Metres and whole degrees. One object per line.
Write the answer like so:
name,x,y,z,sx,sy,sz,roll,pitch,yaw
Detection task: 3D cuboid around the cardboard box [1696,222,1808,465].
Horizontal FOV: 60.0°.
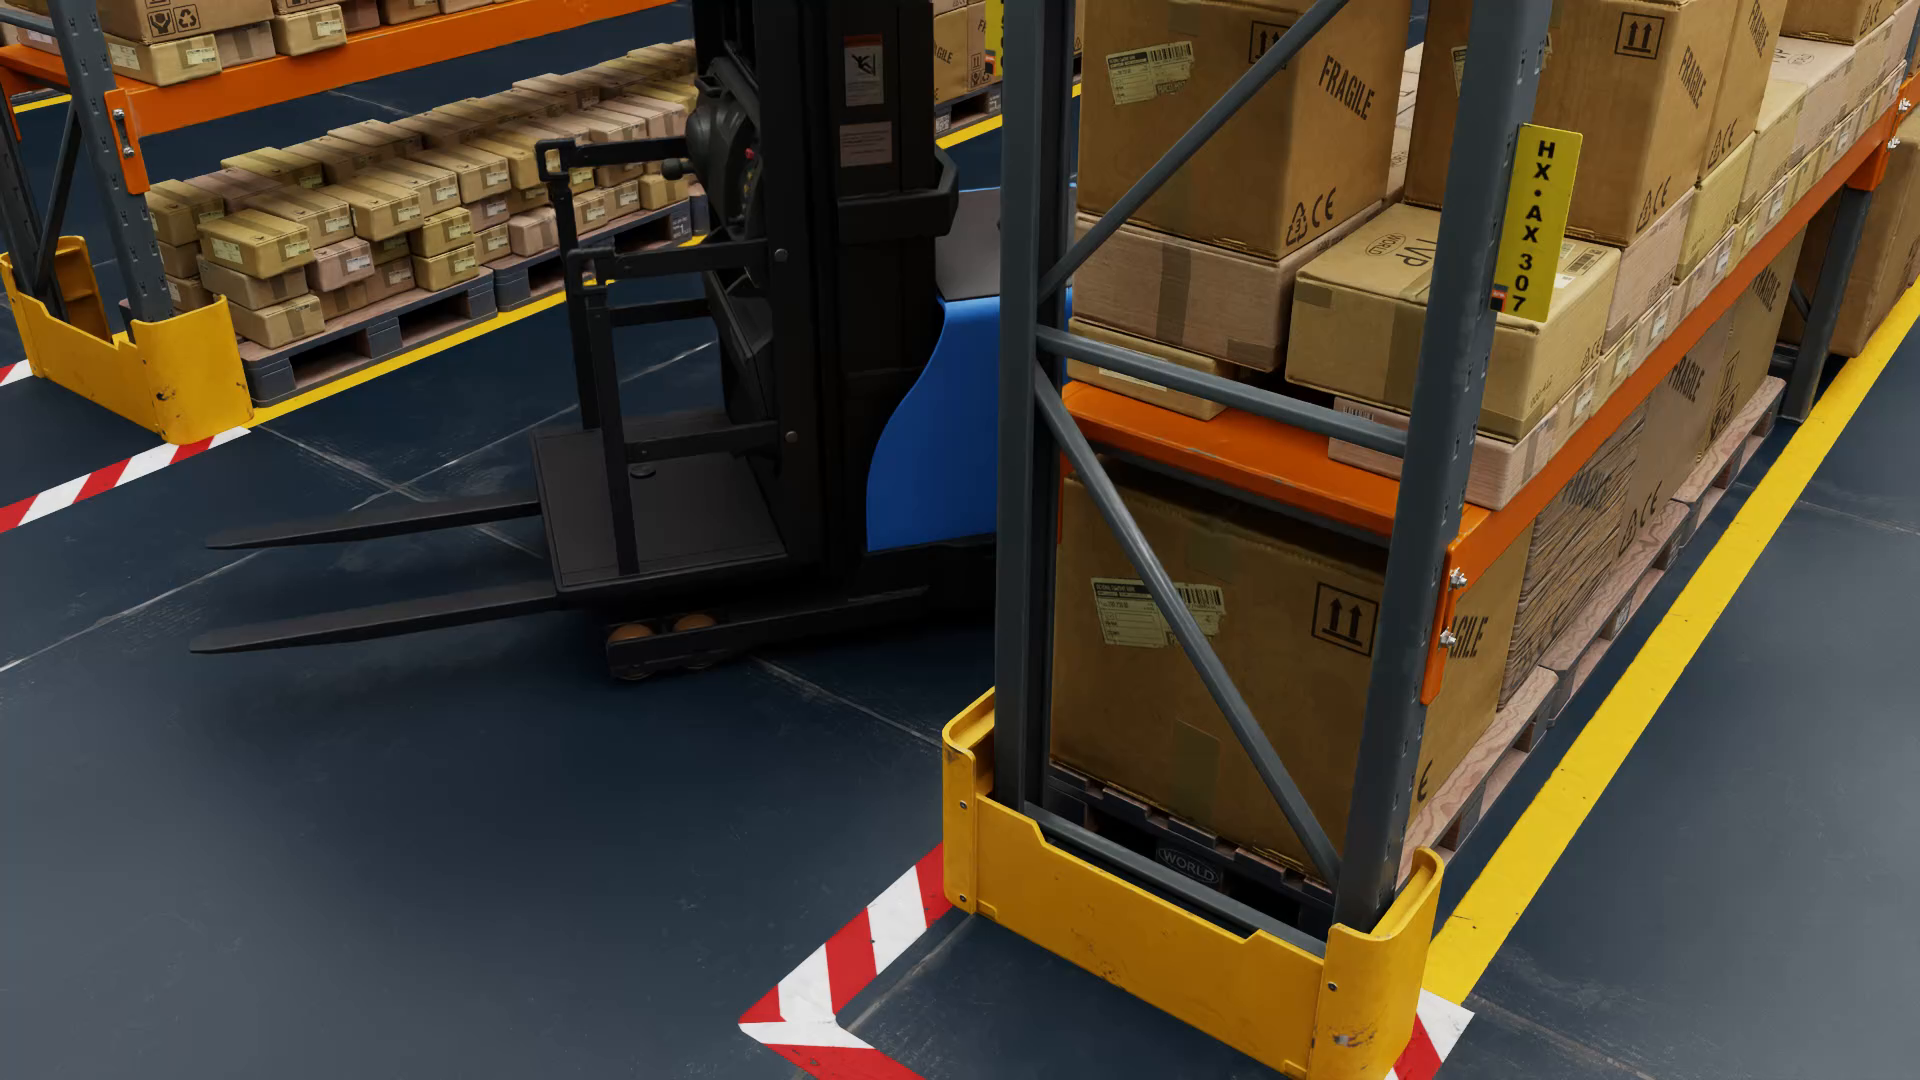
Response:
cardboard box,2.468,-0.939,6.064,0.875,0.875,0.875,21,37,31

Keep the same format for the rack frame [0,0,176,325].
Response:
rack frame,-3.378,-1.857,5.942,1.000,3.000,0.127,21,37,31

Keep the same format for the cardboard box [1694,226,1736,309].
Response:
cardboard box,1.767,-0.748,4.316,0.380,0.149,0.250,21,36,31

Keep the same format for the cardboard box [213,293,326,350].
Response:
cardboard box,-2.806,-0.926,6.755,0.380,0.149,0.250,22,37,32

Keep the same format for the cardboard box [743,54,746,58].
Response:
cardboard box,-0.970,-2.469,8.774,0.380,0.149,0.250,22,37,33

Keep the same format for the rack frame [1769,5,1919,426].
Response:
rack frame,2.930,-1.916,6.040,1.000,3.000,0.127,21,37,31

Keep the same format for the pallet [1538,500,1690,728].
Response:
pallet,1.673,0.067,5.430,1.003,0.211,1.213,21,37,31

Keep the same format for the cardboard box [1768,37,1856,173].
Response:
cardboard box,2.254,-1.300,4.857,0.500,0.250,0.500,22,37,32

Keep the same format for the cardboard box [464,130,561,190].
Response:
cardboard box,-2.012,-1.717,7.506,0.380,0.149,0.250,22,37,32

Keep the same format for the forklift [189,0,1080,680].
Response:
forklift,-0.864,-1.138,4.795,3.031,2.935,1.130,-9,32,-15

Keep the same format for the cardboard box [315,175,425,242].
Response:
cardboard box,-2.466,-1.388,6.951,0.380,0.149,0.250,21,37,31

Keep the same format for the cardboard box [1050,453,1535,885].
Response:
cardboard box,0.838,0.159,4.212,0.875,0.875,0.875,21,37,31

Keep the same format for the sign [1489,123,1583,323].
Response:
sign,0.954,-0.523,2.764,0.100,0.325,0.005,21,37,31

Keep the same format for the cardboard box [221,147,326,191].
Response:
cardboard box,-3.008,-1.589,7.291,0.380,0.149,0.250,20,36,30

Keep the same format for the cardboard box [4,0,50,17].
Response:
cardboard box,-3.312,-2.290,6.282,0.500,0.500,0.500,22,37,32

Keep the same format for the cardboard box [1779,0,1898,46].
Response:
cardboard box,2.560,-1.830,5.016,0.500,0.500,0.500,22,37,32

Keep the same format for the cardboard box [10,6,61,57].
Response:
cardboard box,-3.406,-1.969,6.376,0.380,0.149,0.250,21,37,31

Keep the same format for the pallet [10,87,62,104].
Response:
pallet,-6.228,-2.983,10.576,1.003,0.211,1.213,21,37,31

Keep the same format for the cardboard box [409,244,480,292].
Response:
cardboard box,-2.327,-1.231,7.269,0.380,0.149,0.250,22,37,32

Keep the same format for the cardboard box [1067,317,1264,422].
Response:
cardboard box,0.468,-0.428,3.776,0.380,0.149,0.250,22,37,32

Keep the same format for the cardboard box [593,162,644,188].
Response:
cardboard box,-1.747,-1.827,7.984,0.380,0.149,0.250,19,36,29

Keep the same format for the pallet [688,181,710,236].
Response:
pallet,-1.340,-2.000,8.917,1.003,0.211,1.213,21,37,31

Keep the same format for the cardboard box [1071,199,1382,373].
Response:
cardboard box,0.597,-0.632,3.729,0.500,0.250,0.500,20,36,31

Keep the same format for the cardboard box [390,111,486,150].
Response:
cardboard box,-2.436,-1.874,7.772,0.380,0.149,0.250,20,36,30

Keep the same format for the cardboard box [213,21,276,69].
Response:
cardboard box,-2.800,-1.896,6.254,0.380,0.149,0.250,23,37,33

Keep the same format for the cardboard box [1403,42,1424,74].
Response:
cardboard box,1.521,-1.258,4.785,0.500,0.250,0.500,21,37,31

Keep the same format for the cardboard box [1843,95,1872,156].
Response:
cardboard box,2.697,-1.374,5.372,0.380,0.149,0.250,20,36,30

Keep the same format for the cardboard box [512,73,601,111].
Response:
cardboard box,-2.021,-2.214,8.345,0.380,0.149,0.250,22,37,32

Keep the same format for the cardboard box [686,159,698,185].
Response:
cardboard box,-1.516,-1.896,8.392,0.380,0.149,0.250,20,36,30

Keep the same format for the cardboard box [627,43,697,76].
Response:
cardboard box,-1.550,-2.523,8.866,0.380,0.149,0.250,23,38,34

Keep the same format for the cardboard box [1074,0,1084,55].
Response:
cardboard box,0.640,-3.437,10.646,0.500,0.500,0.500,19,36,29

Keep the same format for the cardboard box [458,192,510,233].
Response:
cardboard box,-2.243,-1.502,7.435,0.380,0.149,0.250,19,36,29

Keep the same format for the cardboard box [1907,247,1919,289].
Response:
cardboard box,3.839,-1.812,7.537,1.225,0.875,0.875,20,36,30

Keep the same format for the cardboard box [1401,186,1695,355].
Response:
cardboard box,1.329,-0.678,3.808,0.500,0.250,0.500,21,36,31

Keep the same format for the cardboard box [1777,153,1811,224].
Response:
cardboard box,2.232,-1.060,4.843,0.380,0.149,0.250,20,36,31

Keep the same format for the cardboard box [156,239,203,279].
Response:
cardboard box,-3.287,-1.242,6.996,0.380,0.149,0.250,20,36,30

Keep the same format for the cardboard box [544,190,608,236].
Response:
cardboard box,-1.883,-1.559,7.823,0.380,0.149,0.250,21,37,31

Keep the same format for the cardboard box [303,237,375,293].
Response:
cardboard box,-2.646,-1.167,6.870,0.380,0.149,0.250,21,37,31

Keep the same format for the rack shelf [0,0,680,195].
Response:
rack shelf,-2.170,-2.361,7.497,1.077,0.370,4.000,21,37,31

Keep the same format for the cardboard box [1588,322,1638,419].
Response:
cardboard box,1.301,-0.433,3.785,0.380,0.149,0.250,20,36,30

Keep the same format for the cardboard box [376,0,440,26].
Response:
cardboard box,-2.365,-2.239,6.833,0.380,0.149,0.250,21,36,31

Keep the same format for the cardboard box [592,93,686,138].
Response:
cardboard box,-1.546,-2.029,8.033,0.380,0.149,0.250,19,36,29
